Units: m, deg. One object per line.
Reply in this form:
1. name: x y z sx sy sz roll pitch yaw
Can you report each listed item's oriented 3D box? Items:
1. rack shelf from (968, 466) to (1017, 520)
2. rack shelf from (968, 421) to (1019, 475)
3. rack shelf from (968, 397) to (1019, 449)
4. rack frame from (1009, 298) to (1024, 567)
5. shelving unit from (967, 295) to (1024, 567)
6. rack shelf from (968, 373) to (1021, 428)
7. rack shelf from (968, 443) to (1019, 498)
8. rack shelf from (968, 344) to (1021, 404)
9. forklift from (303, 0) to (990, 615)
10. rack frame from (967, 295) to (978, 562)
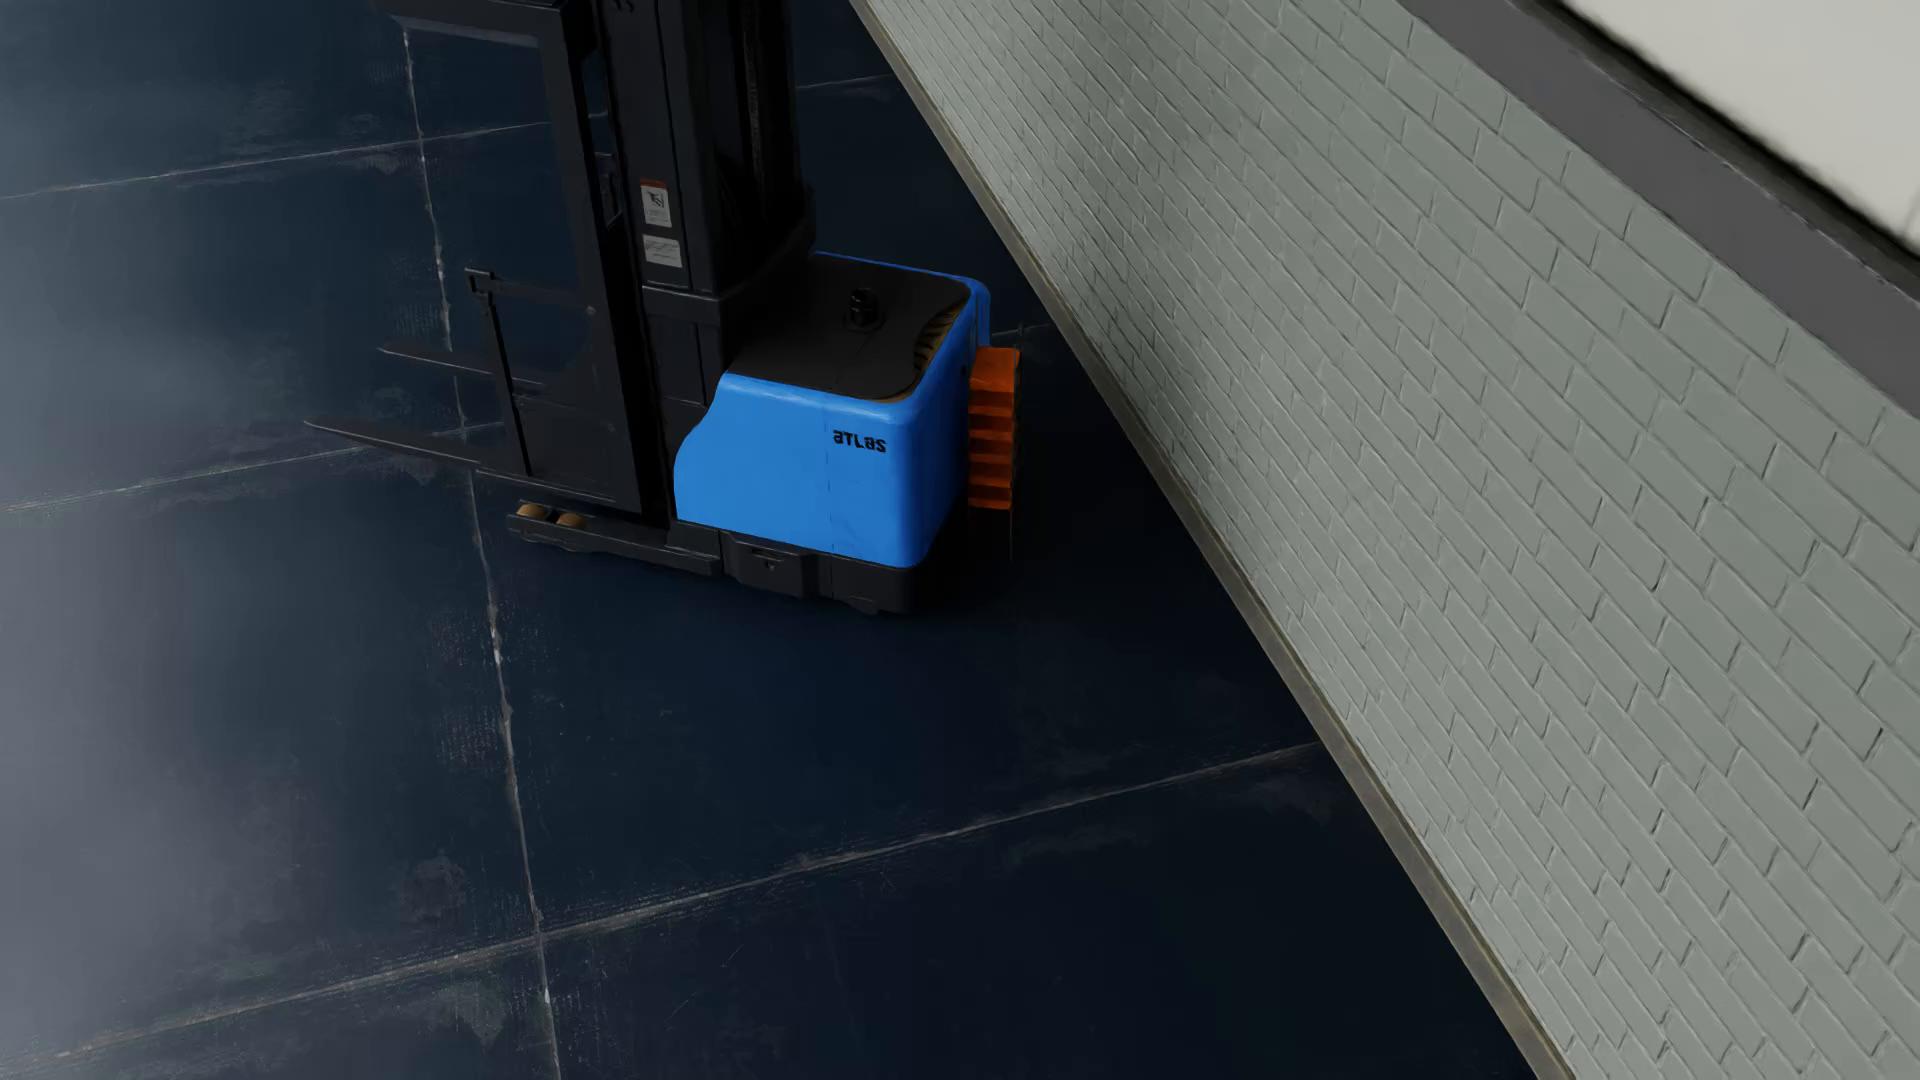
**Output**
1. rack shelf: 0.140 -0.210 7.011 0.180 0.103 0.258 6 41 6
2. rack shelf: 0.140 -0.391 6.853 0.180 0.103 0.258 6 41 6
3. rack shelf: 0.140 -0.482 6.774 0.180 0.103 0.258 6 41 6
4. rack frame: 0.231 -0.416 6.814 0.006 1.200 0.240 6 41 6
5. shelving unit: 0.140 -0.425 6.824 0.189 1.200 0.258 6 41 6
6. rack shelf: 0.140 -0.572 6.696 0.180 0.103 0.258 6 41 6
7. rack shelf: 0.140 -0.301 6.932 0.180 0.103 0.258 6 41 6
8. rack shelf: 0.140 -0.663 6.617 0.180 0.103 0.258 6 41 6
9. forklift: -1.437 -1.370 6.590 3.031 2.935 1.130 12 43 14
10. rack frame: 0.050 -0.434 6.834 0.006 1.200 0.240 6 41 6
